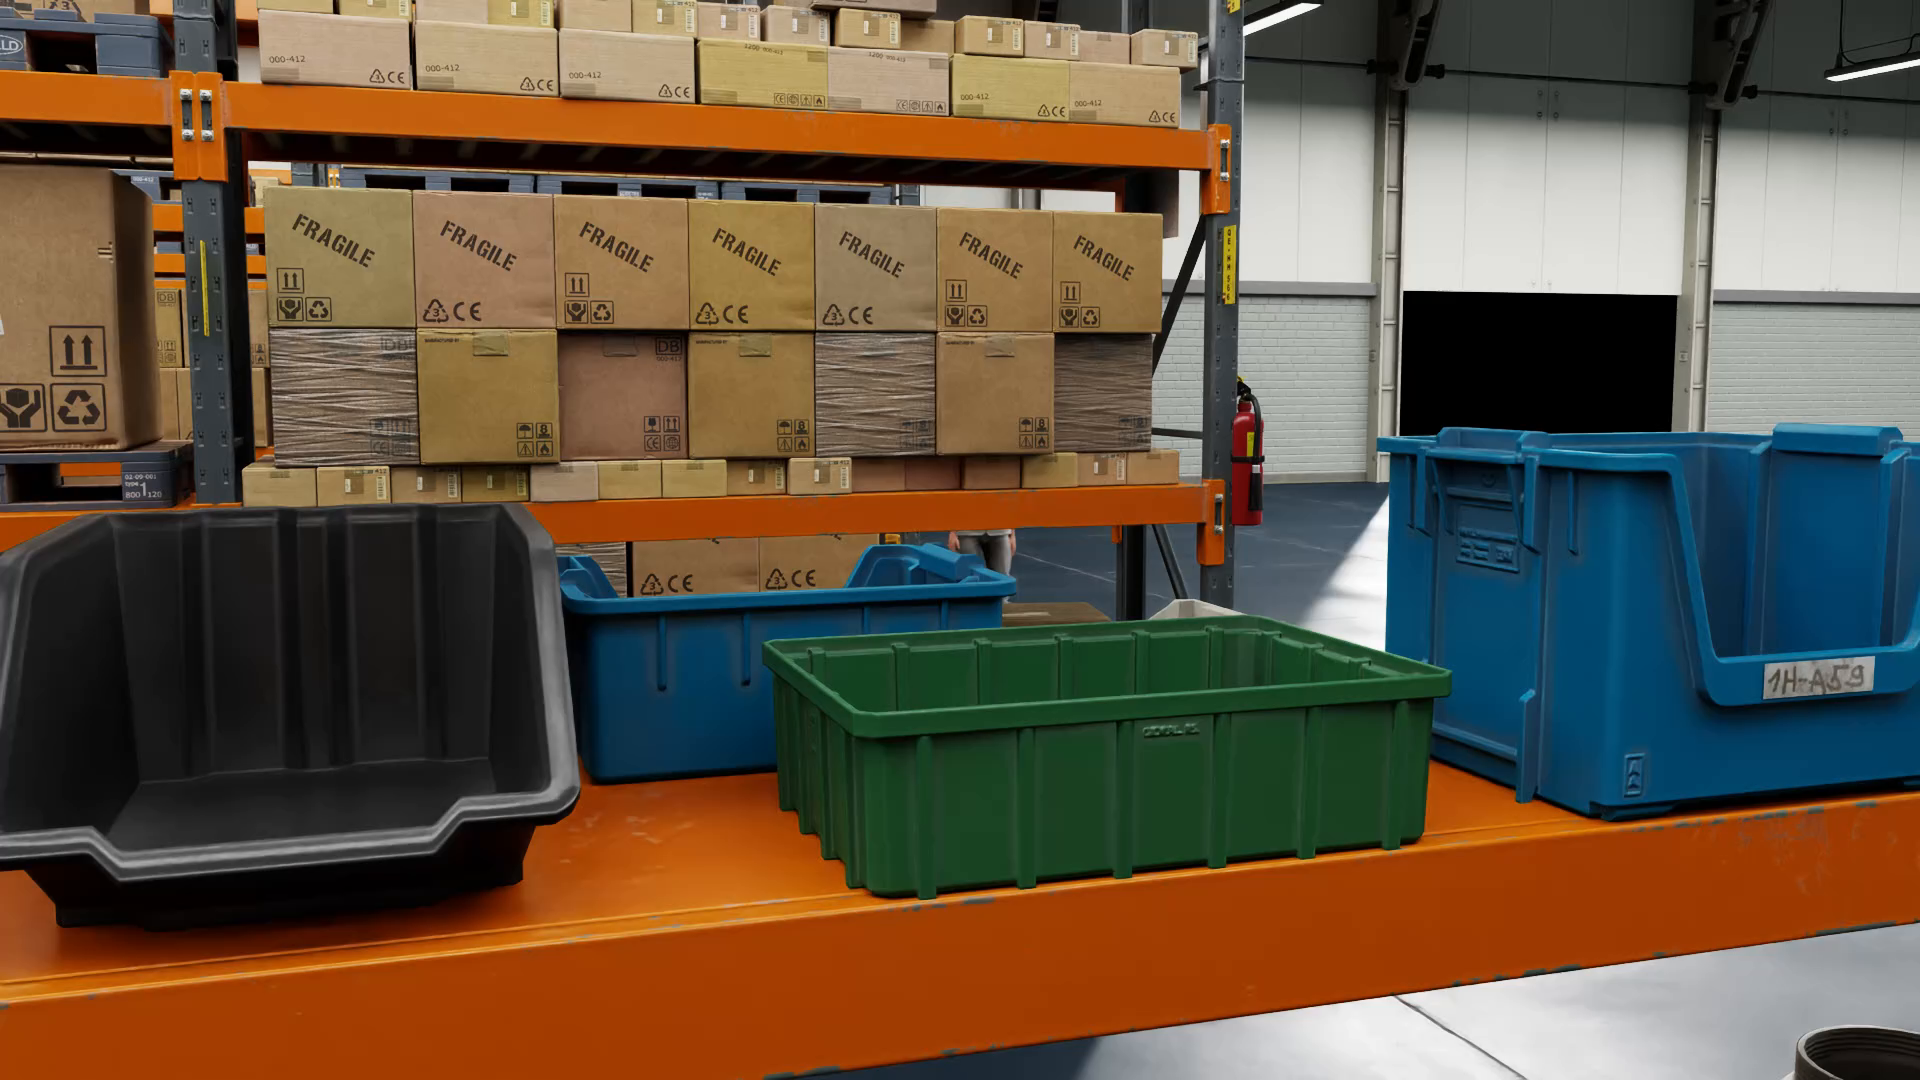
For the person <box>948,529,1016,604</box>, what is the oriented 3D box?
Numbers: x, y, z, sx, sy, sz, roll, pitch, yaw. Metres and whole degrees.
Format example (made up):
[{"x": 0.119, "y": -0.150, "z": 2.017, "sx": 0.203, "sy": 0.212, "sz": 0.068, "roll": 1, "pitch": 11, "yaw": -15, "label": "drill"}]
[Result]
[{"x": 0.134, "y": -0.008, "z": 9.768, "sx": 0.429, "sy": 1.608, "sz": 0.427, "roll": -1, "pitch": 6, "yaw": -12, "label": "person"}]
